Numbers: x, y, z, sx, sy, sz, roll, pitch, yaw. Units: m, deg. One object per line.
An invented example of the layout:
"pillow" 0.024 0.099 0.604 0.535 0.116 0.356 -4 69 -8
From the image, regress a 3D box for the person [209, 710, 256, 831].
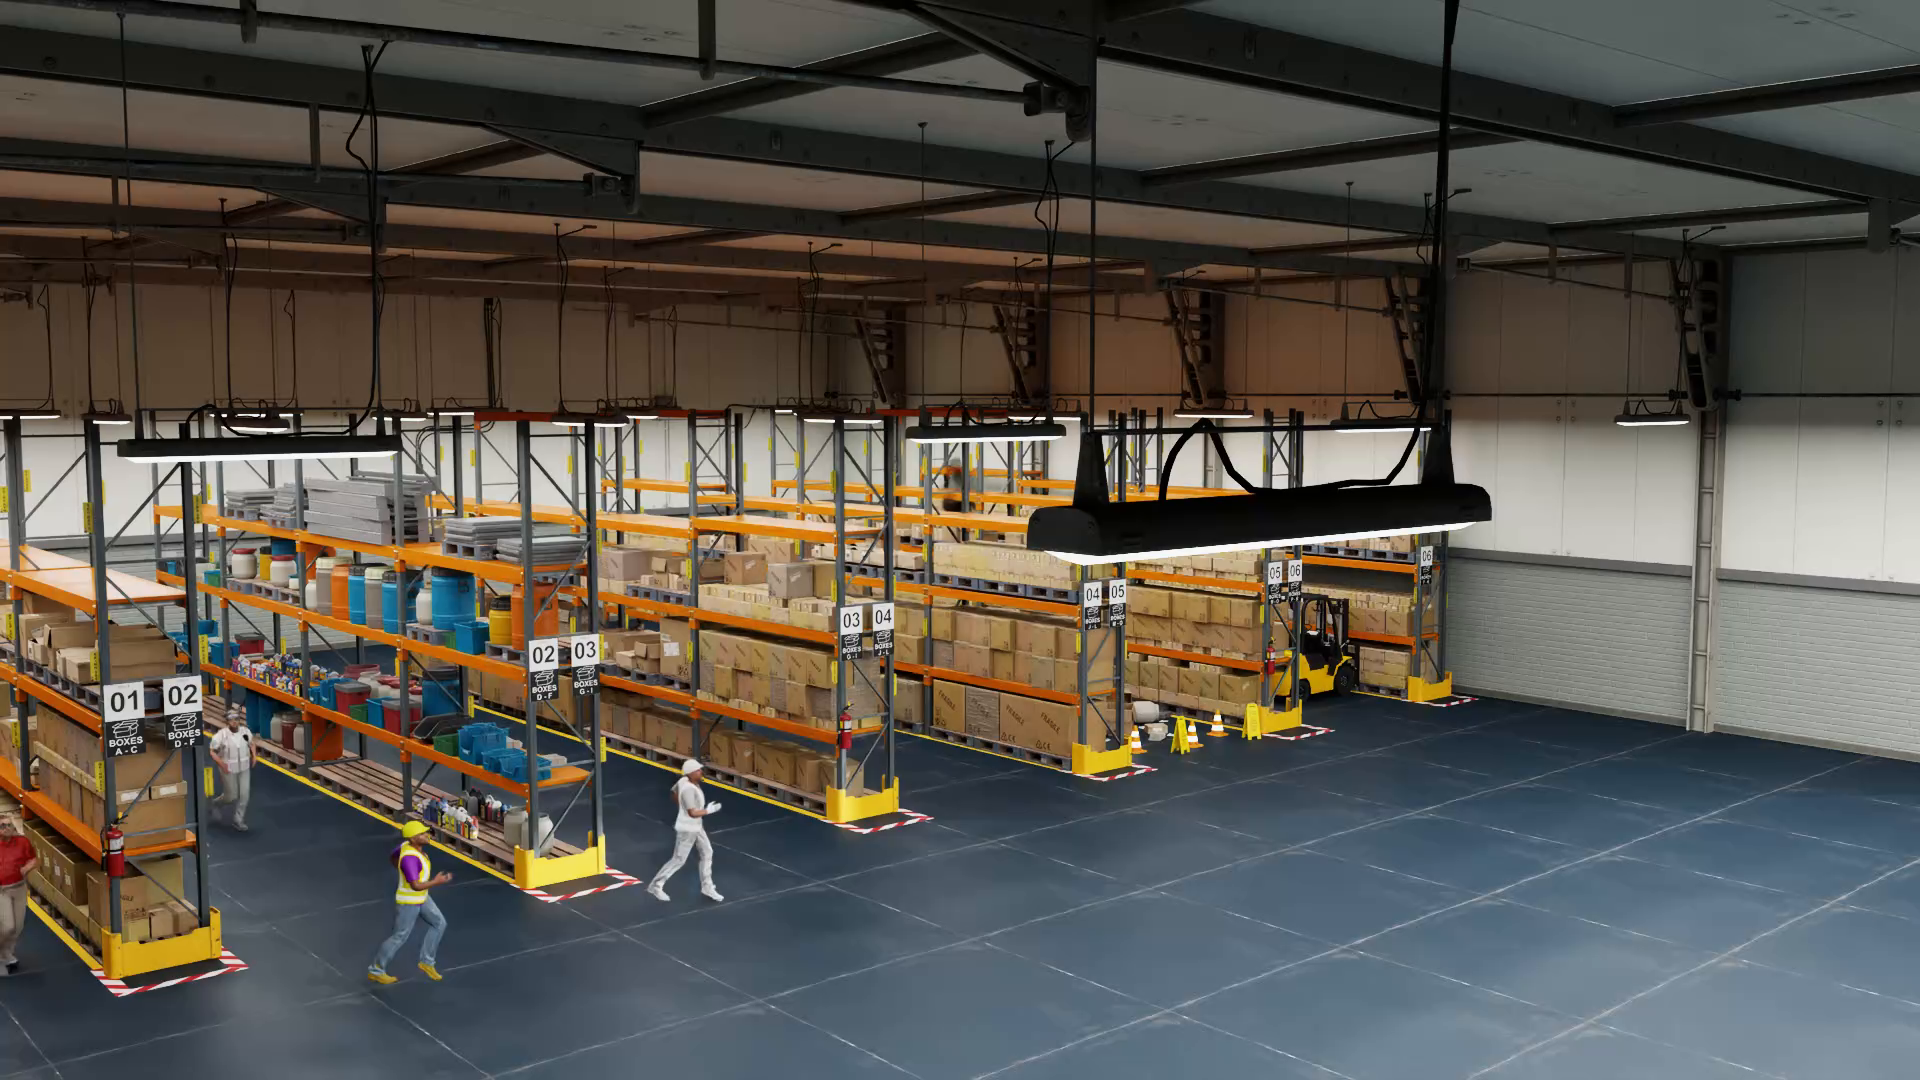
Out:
"person" -10.624 3.333 24.328 0.662 1.766 0.660 5 7 44

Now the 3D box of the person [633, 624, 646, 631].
"person" -6.483 2.542 33.625 0.812 1.738 0.573 5 7 42

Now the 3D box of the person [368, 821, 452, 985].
"person" -5.884 3.889 17.829 0.892 1.801 0.710 -1 5 -9

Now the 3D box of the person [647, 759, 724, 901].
"person" -3.424 3.626 20.681 0.933 1.828 0.695 0 5 -6

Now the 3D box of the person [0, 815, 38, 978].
"person" -10.406 3.887 18.163 0.726 1.760 0.633 4 6 37
